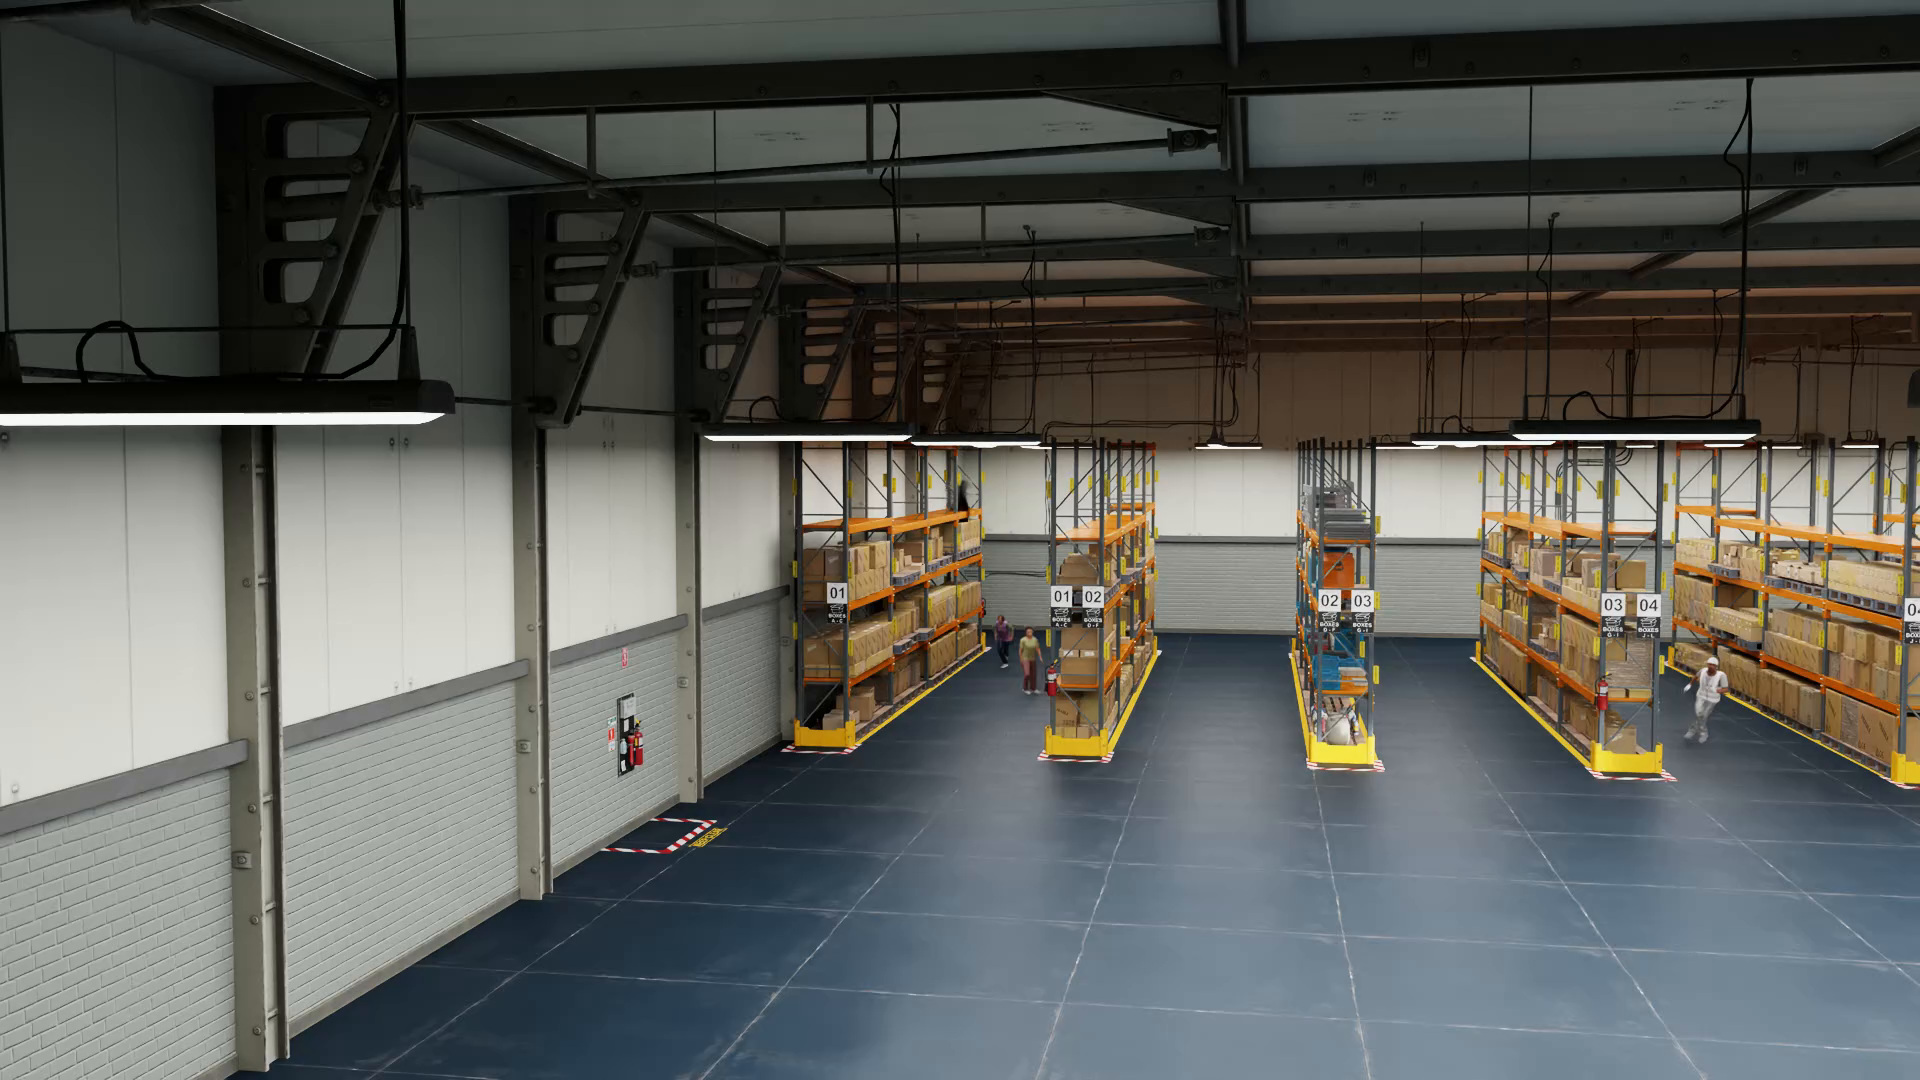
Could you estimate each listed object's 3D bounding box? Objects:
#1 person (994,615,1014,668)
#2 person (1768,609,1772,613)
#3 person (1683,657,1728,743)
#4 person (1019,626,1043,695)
[{"bbox_3d":[1.198,2.676,44.211,0.554,1.434,0.831,1,3,18],"label":"person"},{"bbox_3d":[21.198,2.621,43.601,0.584,1.637,0.688,0,3,-5],"label":"person"},{"bbox_3d":[14.661,3.122,32.705,0.817,1.677,0.724,1,3,26],"label":"person"},{"bbox_3d":[1.648,2.832,39.254,0.552,1.644,0.566,-1,3,-24],"label":"person"}]
